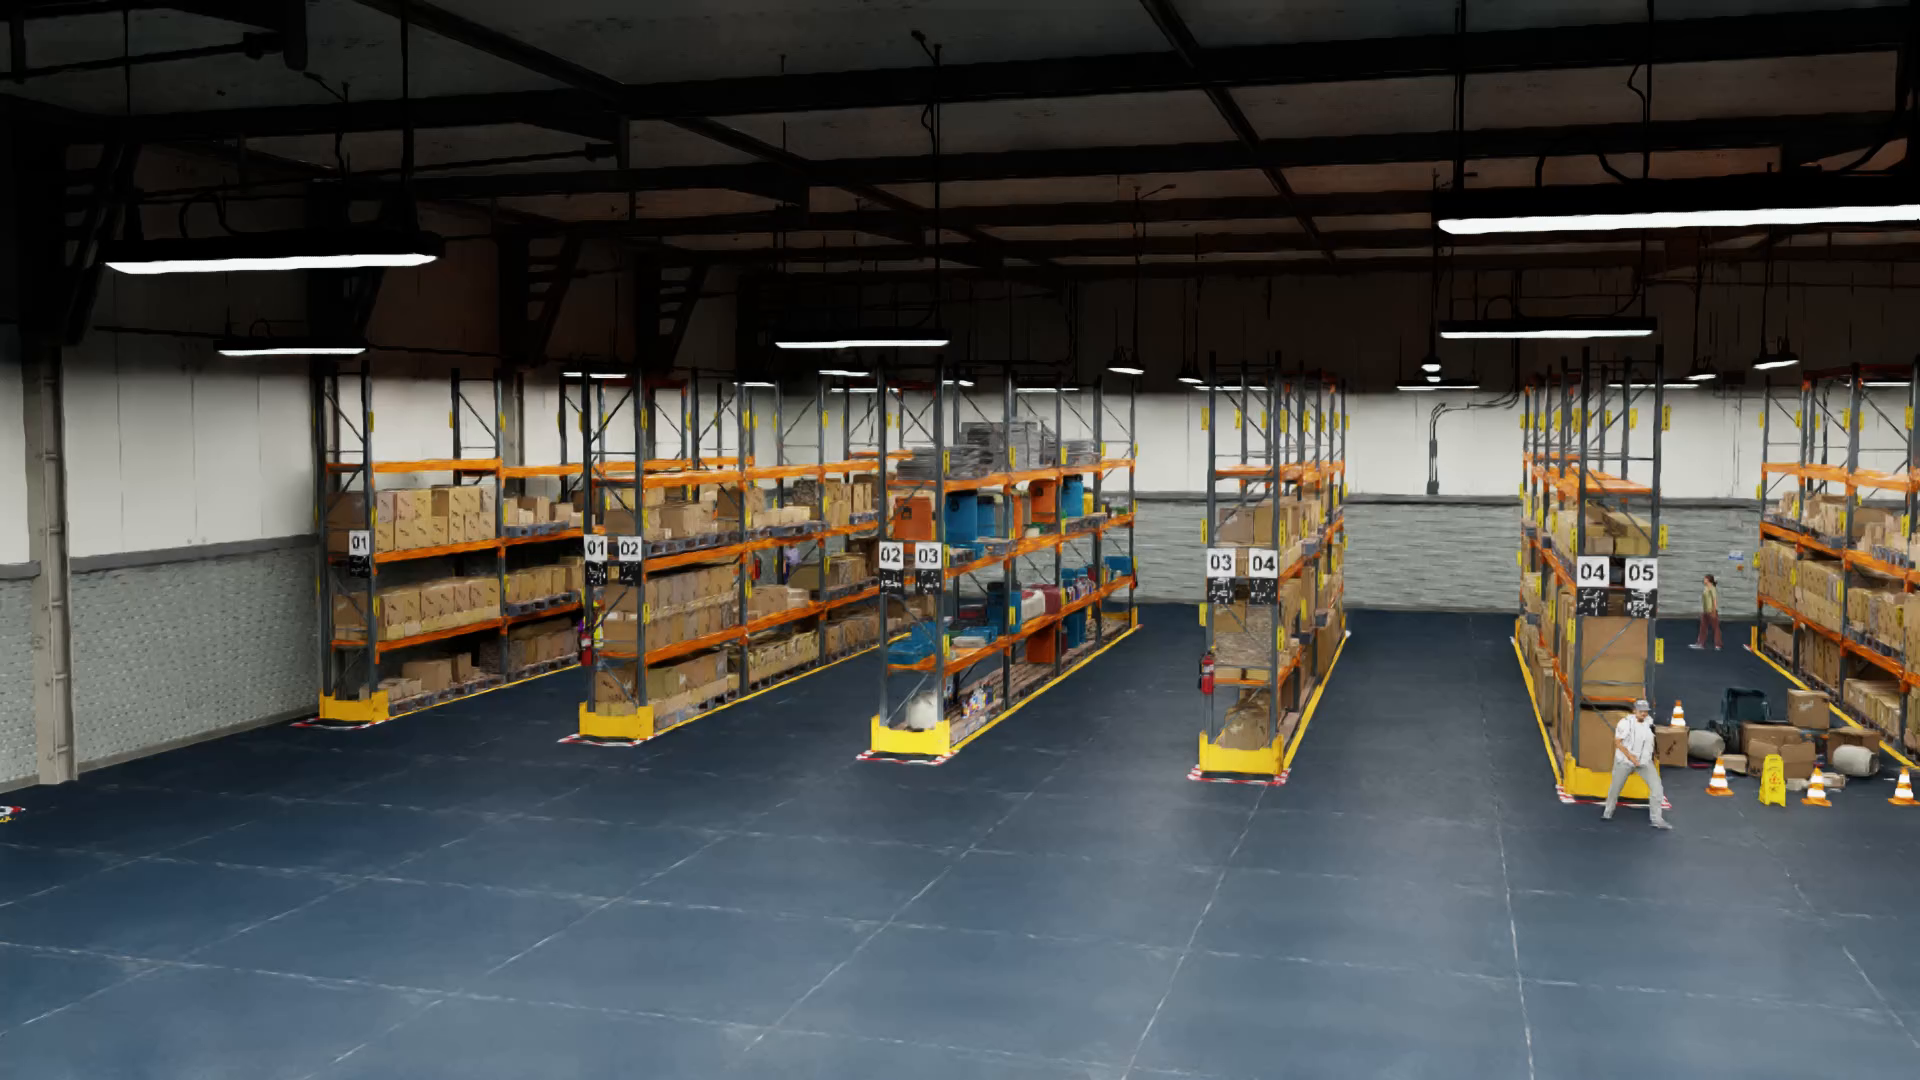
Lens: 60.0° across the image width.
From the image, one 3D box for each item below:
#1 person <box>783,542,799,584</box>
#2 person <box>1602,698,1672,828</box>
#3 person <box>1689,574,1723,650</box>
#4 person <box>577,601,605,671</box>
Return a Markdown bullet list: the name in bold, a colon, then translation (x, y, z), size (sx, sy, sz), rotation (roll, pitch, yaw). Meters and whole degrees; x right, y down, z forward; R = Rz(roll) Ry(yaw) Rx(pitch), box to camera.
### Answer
- **person**: translation (-4.899, 0.800, 47.393), size (0.663, 1.640, 0.512), rotation (-2, 5, -25)
- **person**: translation (8.384, 2.722, 20.634), size (0.647, 1.593, 0.821), rotation (0, 4, -1)
- **person**: translation (16.377, 1.565, 36.412), size (0.615, 1.666, 0.573), rotation (0, 4, 2)
- **person**: translation (-6.733, 1.957, 30.577), size (0.571, 1.707, 1.035), rotation (1, 4, 8)
